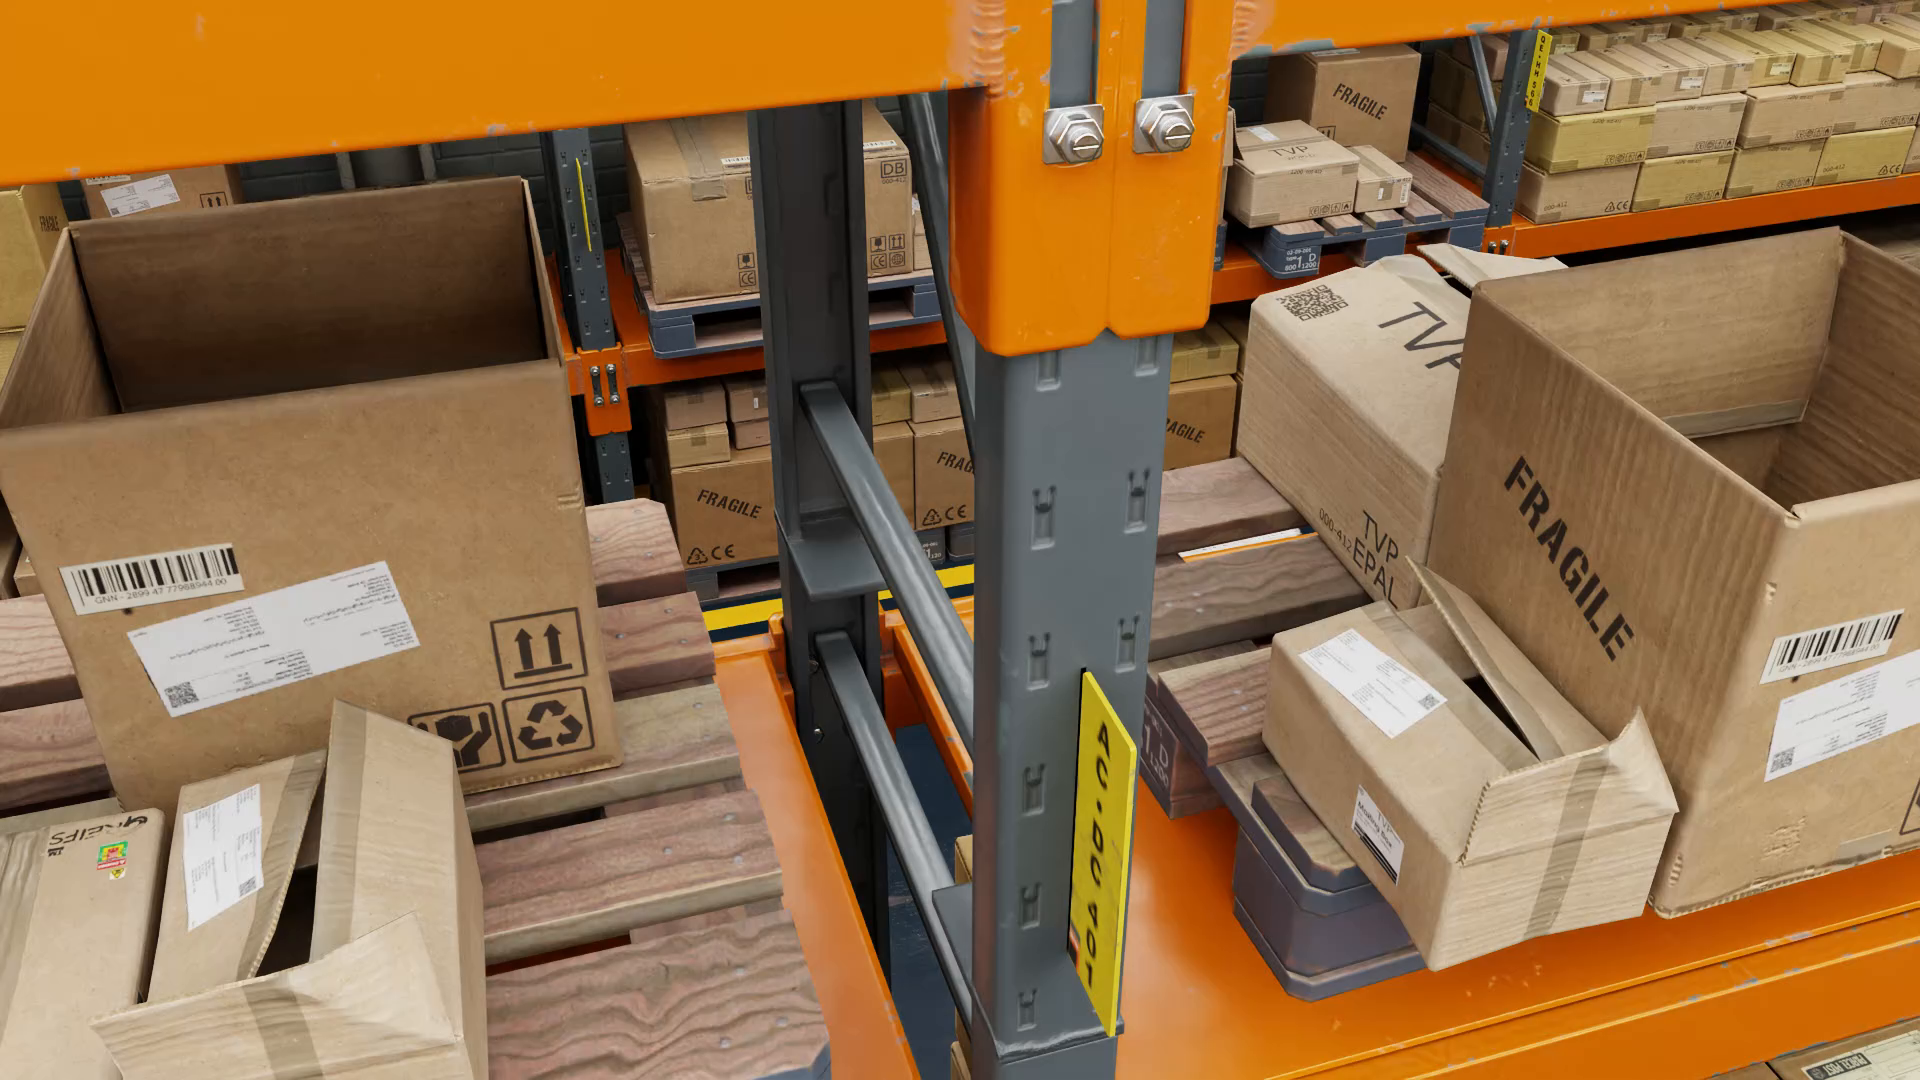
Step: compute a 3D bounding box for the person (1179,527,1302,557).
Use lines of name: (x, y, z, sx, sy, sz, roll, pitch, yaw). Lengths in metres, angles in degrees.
person: (1.124, 0.173, 6.808, 0.908, 0.876, 0.545, -11, 35, -16)
